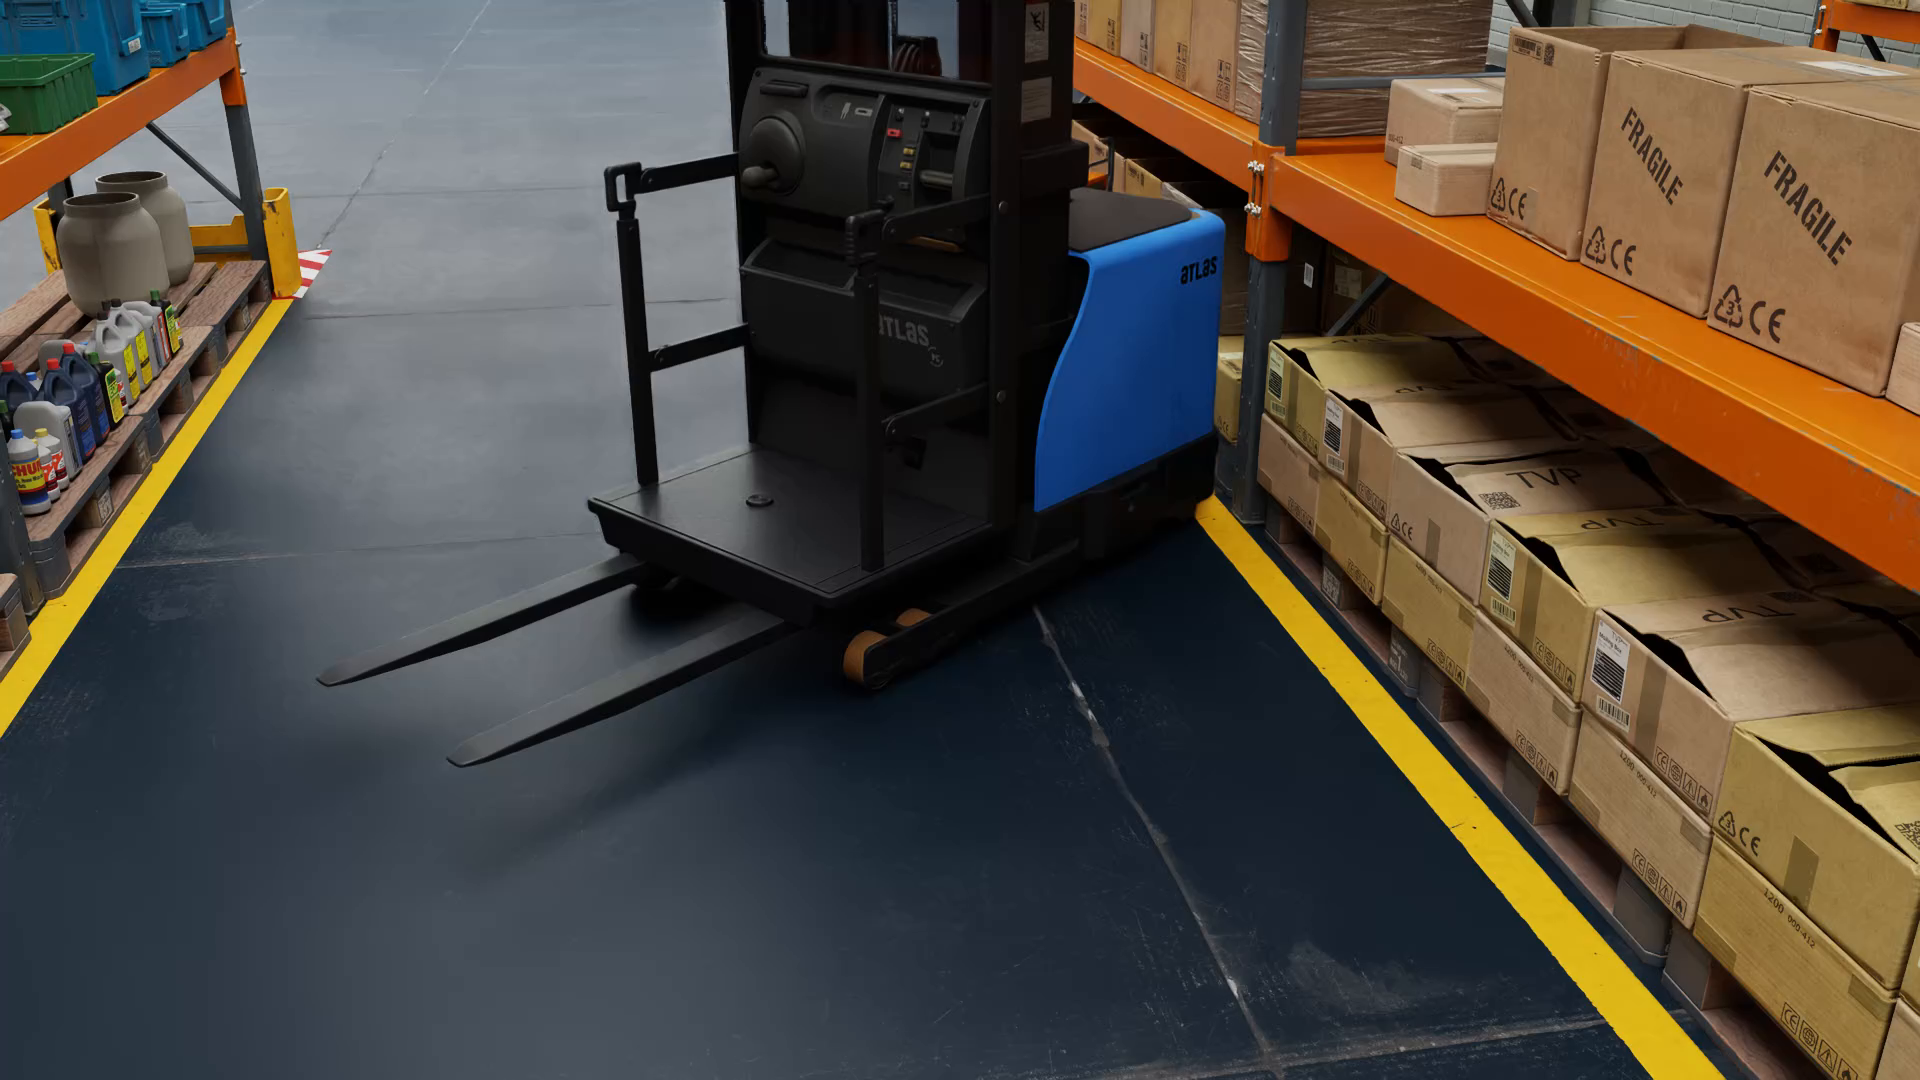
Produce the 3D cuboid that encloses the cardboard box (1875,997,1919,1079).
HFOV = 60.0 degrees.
[{"bbox_3d":[1.878,0.971,2.690,0.500,0.250,0.500,-4,24,-8],"label":"cardboard box"}]

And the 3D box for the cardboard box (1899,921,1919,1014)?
[{"bbox_3d":[1.876,0.715,2.575,0.500,0.311,0.500,-4,24,-8],"label":"cardboard box"}]

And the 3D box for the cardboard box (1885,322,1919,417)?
[{"bbox_3d":[1.924,-0.290,2.980,0.380,0.149,0.250,-3,24,-6],"label":"cardboard box"}]

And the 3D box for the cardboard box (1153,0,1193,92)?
[{"bbox_3d":[1.195,-2.106,6.698,0.700,0.500,0.500,-4,24,-9],"label":"cardboard box"}]

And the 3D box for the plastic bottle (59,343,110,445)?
[{"bbox_3d":[-3.169,-0.526,5.967,0.144,0.351,0.185,-5,24,-12],"label":"plastic bottle"}]

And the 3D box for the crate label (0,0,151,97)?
[{"bbox_3d":[-3.526,-2.002,6.541,0.502,0.435,0.616,-4,24,-10],"label":"crate label"}]

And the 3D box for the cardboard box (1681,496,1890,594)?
[{"bbox_3d":[2.114,0.066,4.061,0.500,0.311,0.500,-5,24,-10],"label":"cardboard box"}]

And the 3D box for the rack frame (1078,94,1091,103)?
[{"bbox_3d":[0.736,-3.054,8.996,1.000,3.000,0.127,-4,24,-10],"label":"rack frame"}]

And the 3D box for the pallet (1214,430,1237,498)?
[{"bbox_3d":[1.370,-0.519,6.675,1.003,0.211,1.213,-4,24,-10],"label":"pallet"}]

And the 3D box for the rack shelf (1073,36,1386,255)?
[{"bbox_3d":[1.106,-1.938,7.339,1.077,0.370,4.000,-4,24,-10],"label":"rack shelf"}]

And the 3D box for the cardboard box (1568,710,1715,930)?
[{"bbox_3d":[1.689,0.571,3.607,0.500,0.250,0.500,-4,24,-9],"label":"cardboard box"}]

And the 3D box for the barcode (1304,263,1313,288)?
[{"bbox_3d":[1.114,-0.846,5.313,0.001,0.075,0.075,-4,24,-10],"label":"barcode"}]

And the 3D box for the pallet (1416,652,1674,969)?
[{"bbox_3d":[1.879,0.565,4.193,1.003,0.211,1.213,-4,24,-10],"label":"pallet"}]

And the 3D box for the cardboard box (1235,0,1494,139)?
[{"bbox_3d":[1.387,-1.701,5.772,0.700,0.500,0.500,-5,24,-11],"label":"cardboard box"}]

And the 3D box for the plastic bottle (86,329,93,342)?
[{"bbox_3d":[-3.436,-0.746,6.658,0.097,0.201,0.097,0,24,0],"label":"plastic bottle"}]

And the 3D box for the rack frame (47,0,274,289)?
[{"bbox_3d":[-4.133,-2.689,8.160,1.000,3.000,0.127,-4,24,-10],"label":"rack frame"}]

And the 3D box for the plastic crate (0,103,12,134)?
[{"bbox_3d":[-3.365,-1.303,5.063,0.767,0.338,0.504,-4,24,-10],"label":"plastic crate"}]

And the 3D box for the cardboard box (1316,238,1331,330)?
[{"bbox_3d":[1.597,-1.159,6.629,0.500,0.500,0.500,-4,24,-10],"label":"cardboard box"}]

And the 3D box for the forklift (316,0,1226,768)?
[{"bbox_3d":[-0.441,-1.143,4.705,1.130,2.935,3.031,19,30,37],"label":"forklift"}]

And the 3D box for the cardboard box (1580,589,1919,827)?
[{"bbox_3d":[1.683,0.312,3.497,0.500,0.311,0.500,-4,24,-10],"label":"cardboard box"}]

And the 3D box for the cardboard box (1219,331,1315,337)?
[{"bbox_3d":[1.092,-0.777,6.692,0.500,0.250,0.500,-4,24,-10],"label":"cardboard box"}]

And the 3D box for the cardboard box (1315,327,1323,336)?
[{"bbox_3d":[1.600,-0.815,6.780,0.500,0.250,0.500,-4,24,-10],"label":"cardboard box"}]

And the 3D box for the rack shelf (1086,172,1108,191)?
[{"bbox_3d":[0.302,-1.331,6.313,0.480,0.148,0.258,14,27,30],"label":"rack shelf"}]

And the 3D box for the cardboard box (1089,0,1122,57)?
[{"bbox_3d":[0.998,-2.514,7.633,0.700,0.500,0.500,-4,24,-9],"label":"cardboard box"}]

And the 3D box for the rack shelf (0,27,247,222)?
[{"bbox_3d":[-3.763,-1.573,6.503,1.077,0.370,4.000,-4,24,-10],"label":"rack shelf"}]

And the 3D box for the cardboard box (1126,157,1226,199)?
[{"bbox_3d":[0.998,-1.317,6.992,0.500,0.500,0.500,-4,24,-10],"label":"cardboard box"}]

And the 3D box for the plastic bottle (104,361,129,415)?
[{"bbox_3d":[-3.199,-0.571,6.256,0.097,0.201,0.097,0,24,0],"label":"plastic bottle"}]

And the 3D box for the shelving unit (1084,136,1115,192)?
[{"bbox_3d":[0.299,-0.969,6.467,0.503,1.200,0.258,14,27,30],"label":"shelving unit"}]

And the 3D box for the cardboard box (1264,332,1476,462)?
[{"bbox_3d":[1.307,-0.489,5.333,0.500,0.311,0.500,-4,24,-10],"label":"cardboard box"}]

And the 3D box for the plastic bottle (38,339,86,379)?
[{"bbox_3d":[-3.389,-0.638,6.317,0.152,0.276,0.135,-4,24,-10],"label":"plastic bottle"}]

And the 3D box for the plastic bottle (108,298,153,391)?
[{"bbox_3d":[-3.282,-0.766,6.517,0.144,0.351,0.185,-3,24,-8],"label":"plastic bottle"}]

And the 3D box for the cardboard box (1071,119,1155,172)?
[{"bbox_3d":[0.816,-1.711,7.893,0.500,0.500,0.500,-4,24,-10],"label":"cardboard box"}]

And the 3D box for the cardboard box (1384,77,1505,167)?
[{"bbox_3d":[1.610,-1.222,4.987,0.500,0.250,0.500,-3,24,-6],"label":"cardboard box"}]

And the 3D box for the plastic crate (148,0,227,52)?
[{"bbox_3d":[-3.746,-2.446,7.789,0.499,0.251,0.616,-4,24,-10],"label":"plastic crate"}]

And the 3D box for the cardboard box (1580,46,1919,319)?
[{"bbox_3d":[1.792,-0.819,3.753,0.500,0.500,0.500,-4,24,-10],"label":"cardboard box"}]

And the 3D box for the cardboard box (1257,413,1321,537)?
[{"bbox_3d":[1.307,-0.236,5.454,0.500,0.250,0.500,-5,24,-11],"label":"cardboard box"}]

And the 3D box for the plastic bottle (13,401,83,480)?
[{"bbox_3d":[-3.108,-0.352,5.662,0.152,0.276,0.135,-3,24,-8],"label":"plastic bottle"}]

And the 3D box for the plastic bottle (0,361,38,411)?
[{"bbox_3d":[-3.276,-0.441,5.772,0.144,0.351,0.185,-4,24,-10],"label":"plastic bottle"}]

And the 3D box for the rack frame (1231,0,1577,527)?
[{"bbox_3d":[1.476,-1.481,5.393,1.000,3.000,0.127,-4,24,-10],"label":"rack frame"}]

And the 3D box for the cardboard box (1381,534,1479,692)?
[{"bbox_3d":[1.498,0.168,4.528,0.500,0.250,0.500,-5,24,-11],"label":"cardboard box"}]

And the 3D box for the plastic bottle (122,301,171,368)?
[{"bbox_3d":[-3.343,-0.852,6.805,0.152,0.276,0.135,-4,24,-9],"label":"plastic bottle"}]

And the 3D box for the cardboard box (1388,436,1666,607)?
[{"bbox_3d":[1.492,-0.089,4.415,0.500,0.311,0.500,-5,24,-11],"label":"cardboard box"}]

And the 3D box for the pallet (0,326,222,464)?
[{"bbox_3d":[-3.705,-0.586,6.828,1.003,0.211,1.213,-4,24,-10],"label":"pallet"}]

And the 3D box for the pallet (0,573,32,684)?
[{"bbox_3d":[-3.210,0.468,4.415,1.003,0.211,1.213,-4,24,-10],"label":"pallet"}]

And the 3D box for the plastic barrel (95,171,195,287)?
[{"bbox_3d":[-3.936,-1.488,7.994,0.421,0.512,0.421,0,24,0],"label":"plastic barrel"}]

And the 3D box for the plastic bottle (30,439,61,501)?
[{"bbox_3d":[-3.040,-0.233,5.482,0.097,0.201,0.097,0,24,0],"label":"plastic bottle"}]

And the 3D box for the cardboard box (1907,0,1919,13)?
[{"bbox_3d":[5.492,-2.944,8.906,0.500,0.250,0.500,-5,24,-11],"label":"cardboard box"}]

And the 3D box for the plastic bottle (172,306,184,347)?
[{"bbox_3d":[-3.362,-0.919,7.052,0.097,0.201,0.097,0,24,0],"label":"plastic bottle"}]

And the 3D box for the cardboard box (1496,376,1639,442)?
[{"bbox_3d":[1.935,-0.328,4.964,0.500,0.311,0.500,-4,24,-8],"label":"cardboard box"}]
